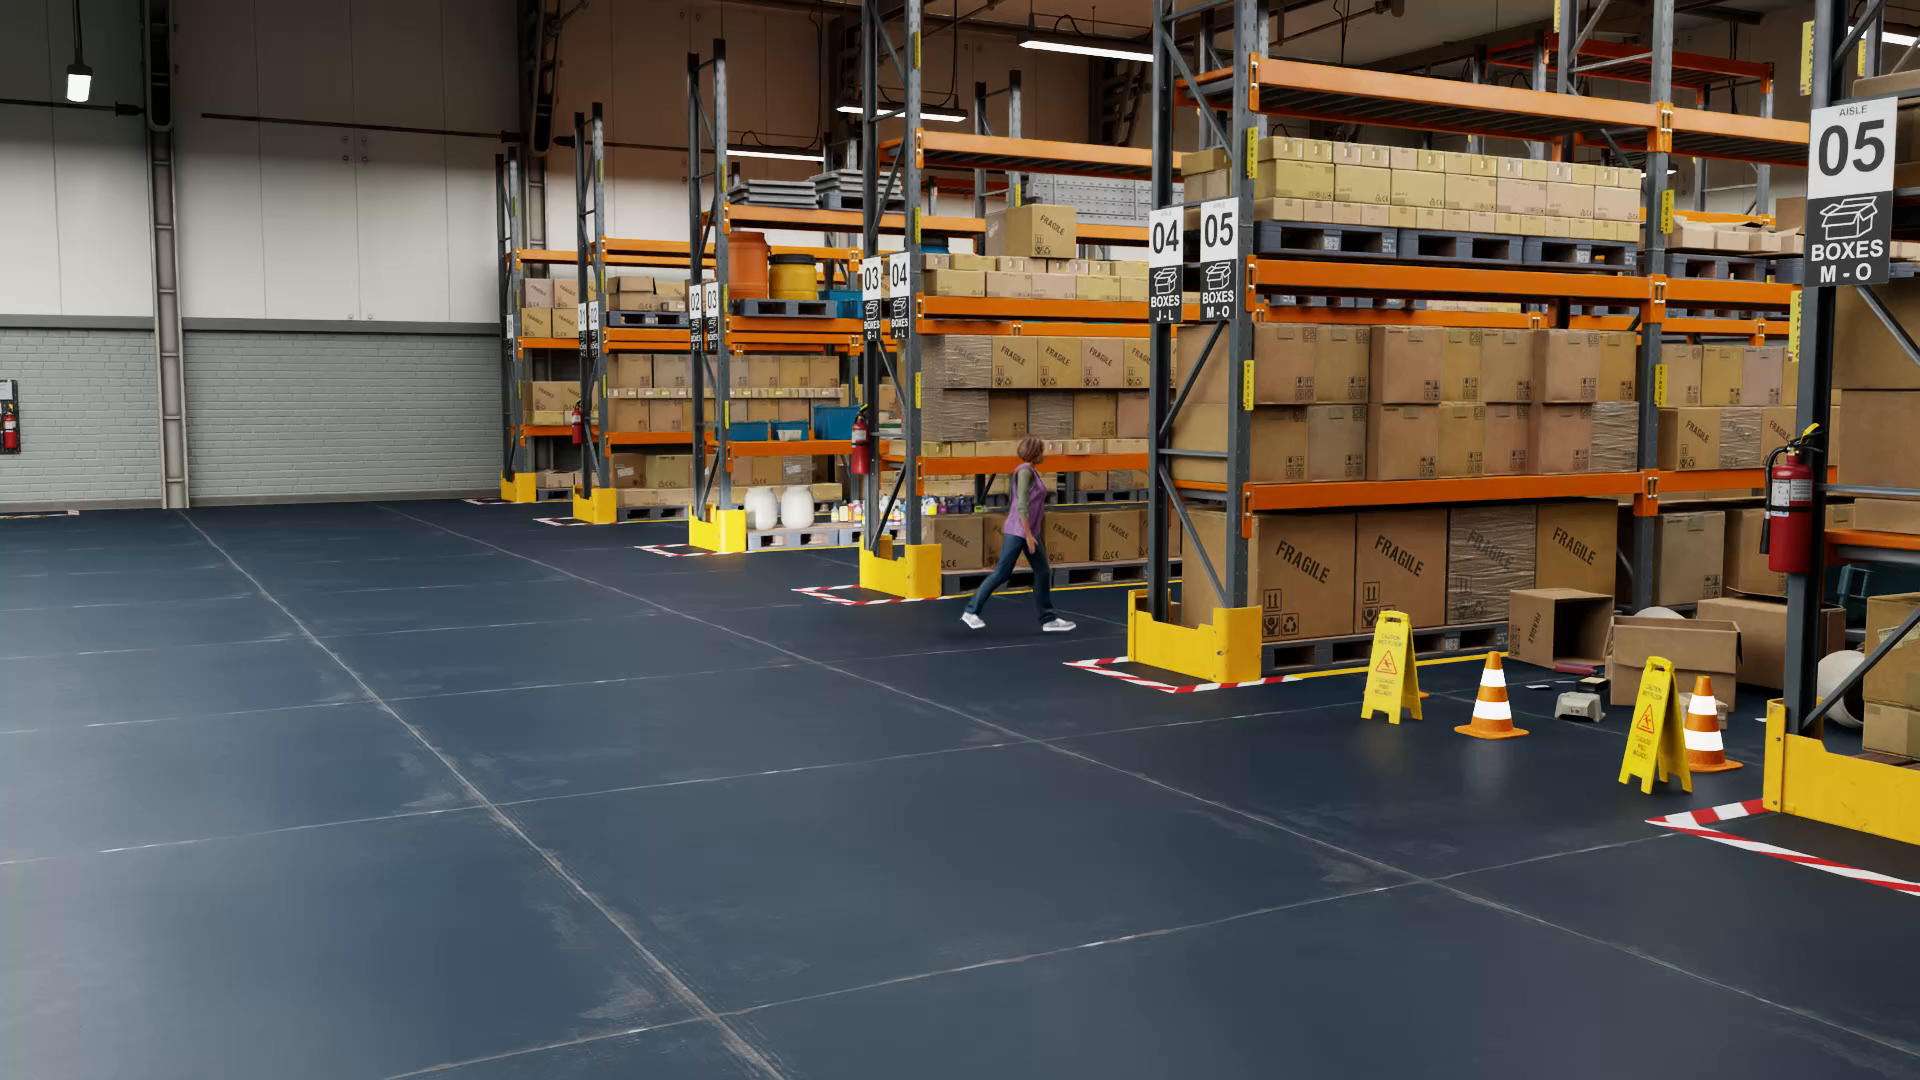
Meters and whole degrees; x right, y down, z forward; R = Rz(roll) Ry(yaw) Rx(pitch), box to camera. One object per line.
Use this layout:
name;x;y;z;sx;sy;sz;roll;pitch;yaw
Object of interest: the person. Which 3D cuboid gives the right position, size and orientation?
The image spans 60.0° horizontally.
person;0.460;-0.044;13.164;0.876;1.557;0.467;1;5;16
